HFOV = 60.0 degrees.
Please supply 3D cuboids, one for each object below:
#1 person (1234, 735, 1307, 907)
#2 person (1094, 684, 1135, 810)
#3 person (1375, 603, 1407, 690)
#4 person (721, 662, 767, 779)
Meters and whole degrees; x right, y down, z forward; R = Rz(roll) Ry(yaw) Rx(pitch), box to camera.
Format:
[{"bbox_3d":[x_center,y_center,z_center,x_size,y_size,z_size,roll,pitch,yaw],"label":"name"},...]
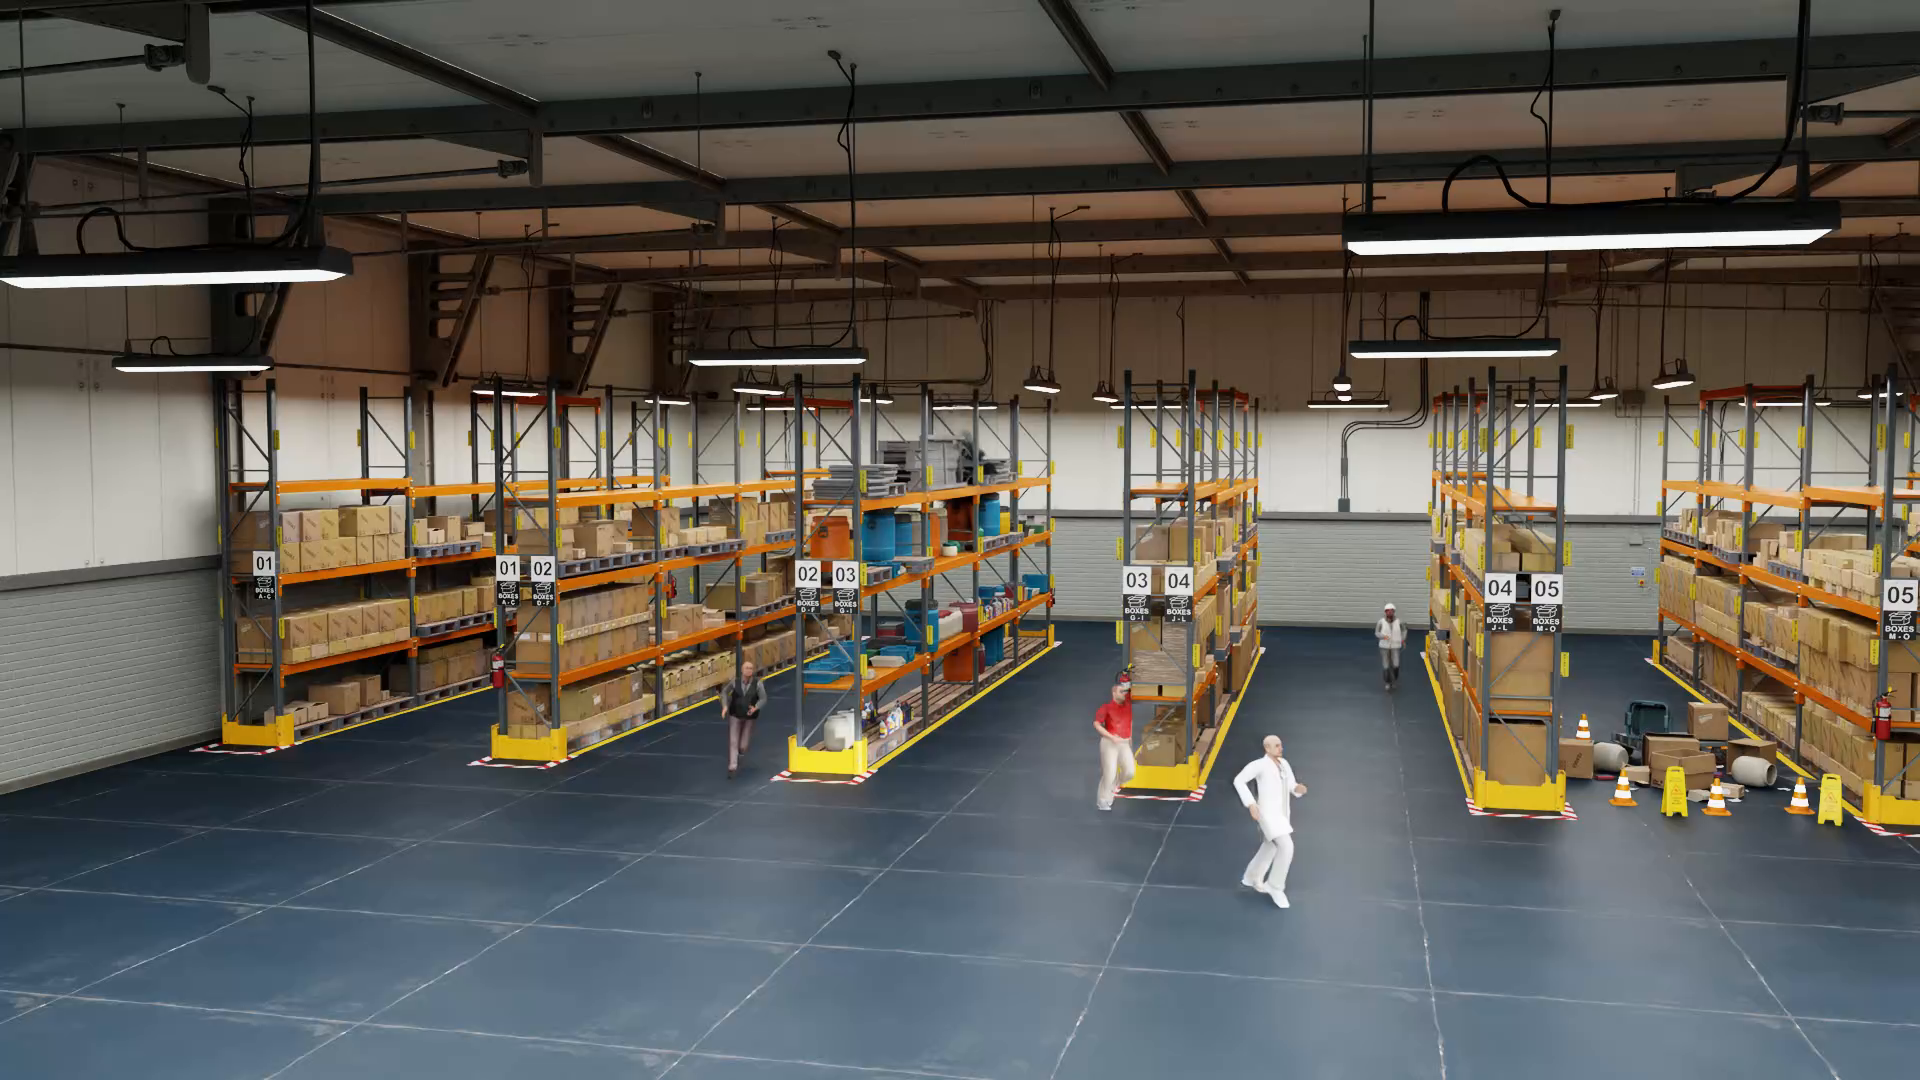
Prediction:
[{"bbox_3d":[3.397,3.158,18.053,0.819,1.605,0.673,3,5,41],"label":"person"},{"bbox_3d":[2.152,2.809,22.588,0.681,1.686,0.547,-2,4,-32],"label":"person"},{"bbox_3d":[8.575,2.133,33.084,0.637,1.734,0.641,1,4,13],"label":"person"},{"bbox_3d":[-3.235,2.675,24.917,0.698,1.699,0.822,0,3,-6],"label":"person"}]
